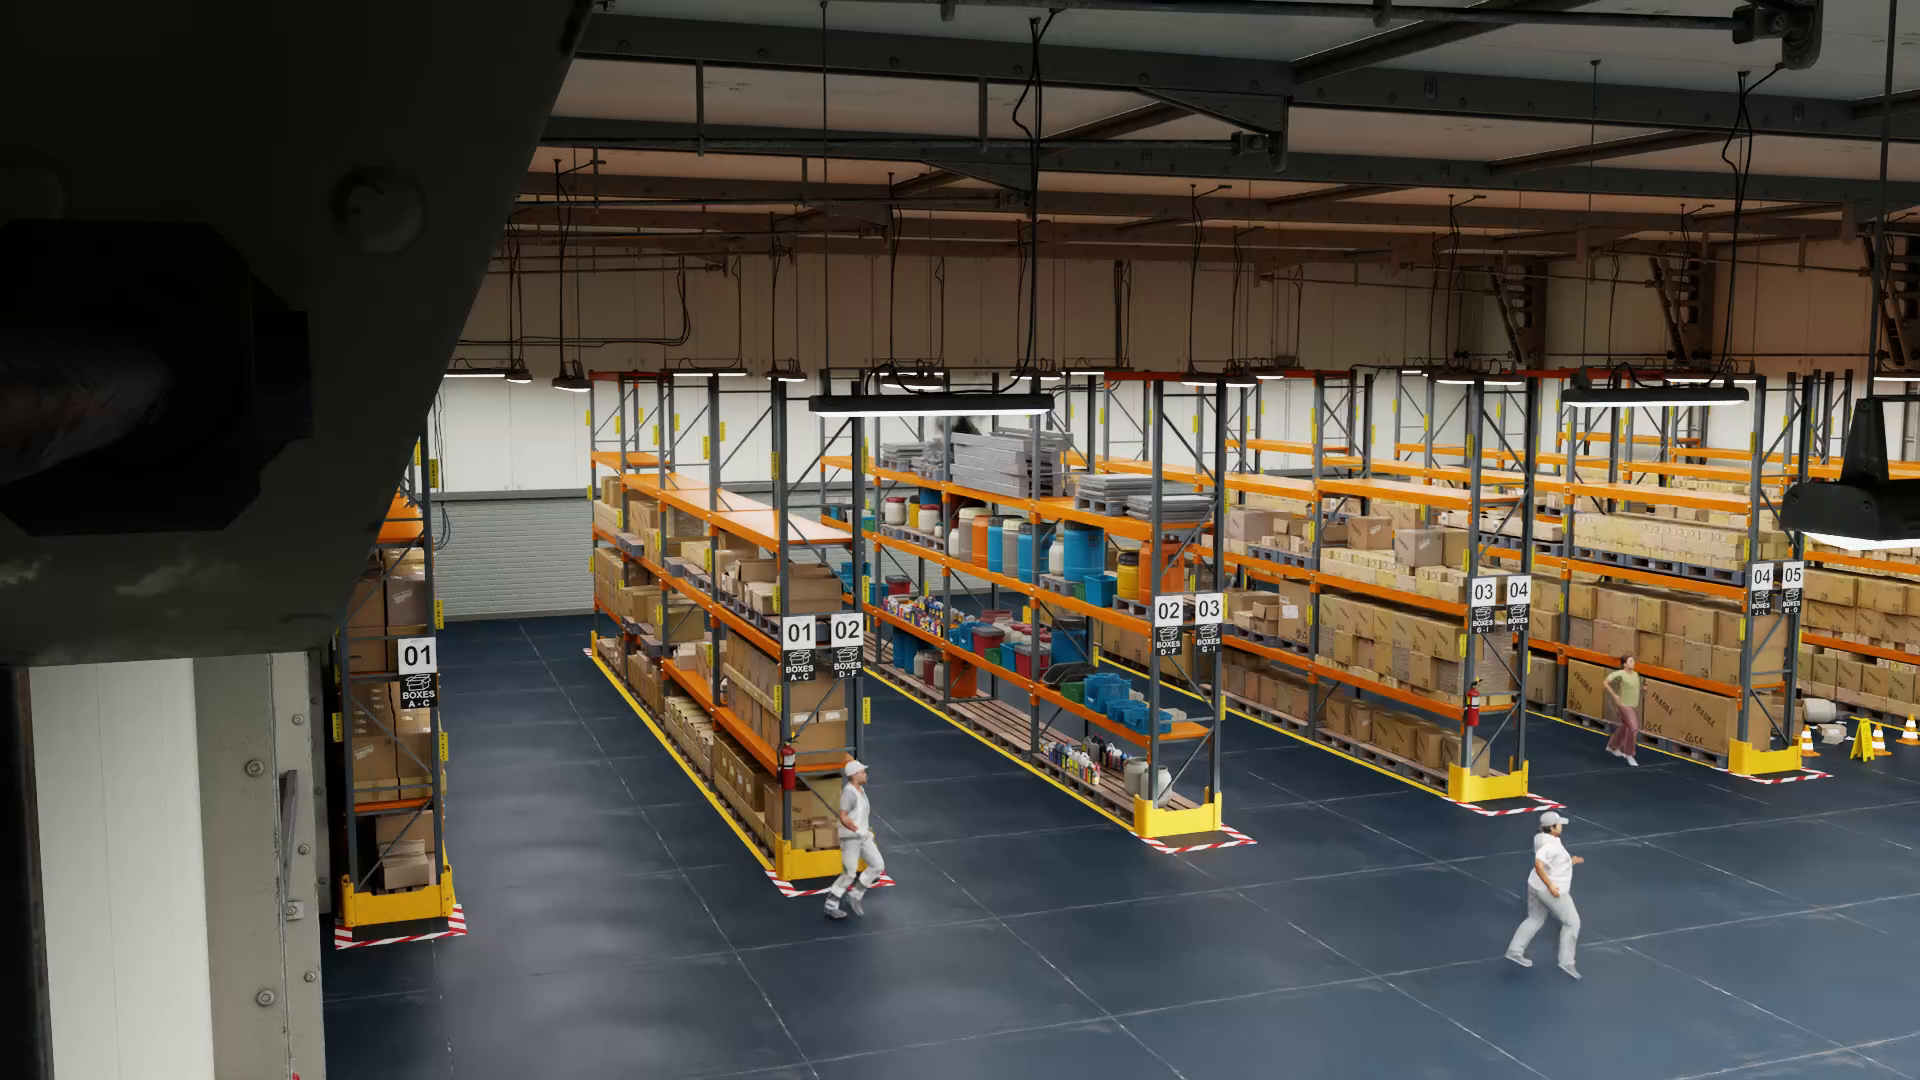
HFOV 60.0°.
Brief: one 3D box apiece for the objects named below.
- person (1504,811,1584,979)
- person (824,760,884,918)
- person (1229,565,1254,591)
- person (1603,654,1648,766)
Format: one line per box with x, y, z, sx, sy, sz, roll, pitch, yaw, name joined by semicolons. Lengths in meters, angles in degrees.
5.993;3.621;16.963;0.748;1.729;0.579;-1;6;-5;person
-1.167;3.366;18.821;0.627;1.742;0.719;2;7;17;person
6.194;1.382;36.717;0.668;1.735;0.967;-2;7;-17;person
10.355;2.618;25.857;0.560;1.723;0.690;-4;7;-31;person
